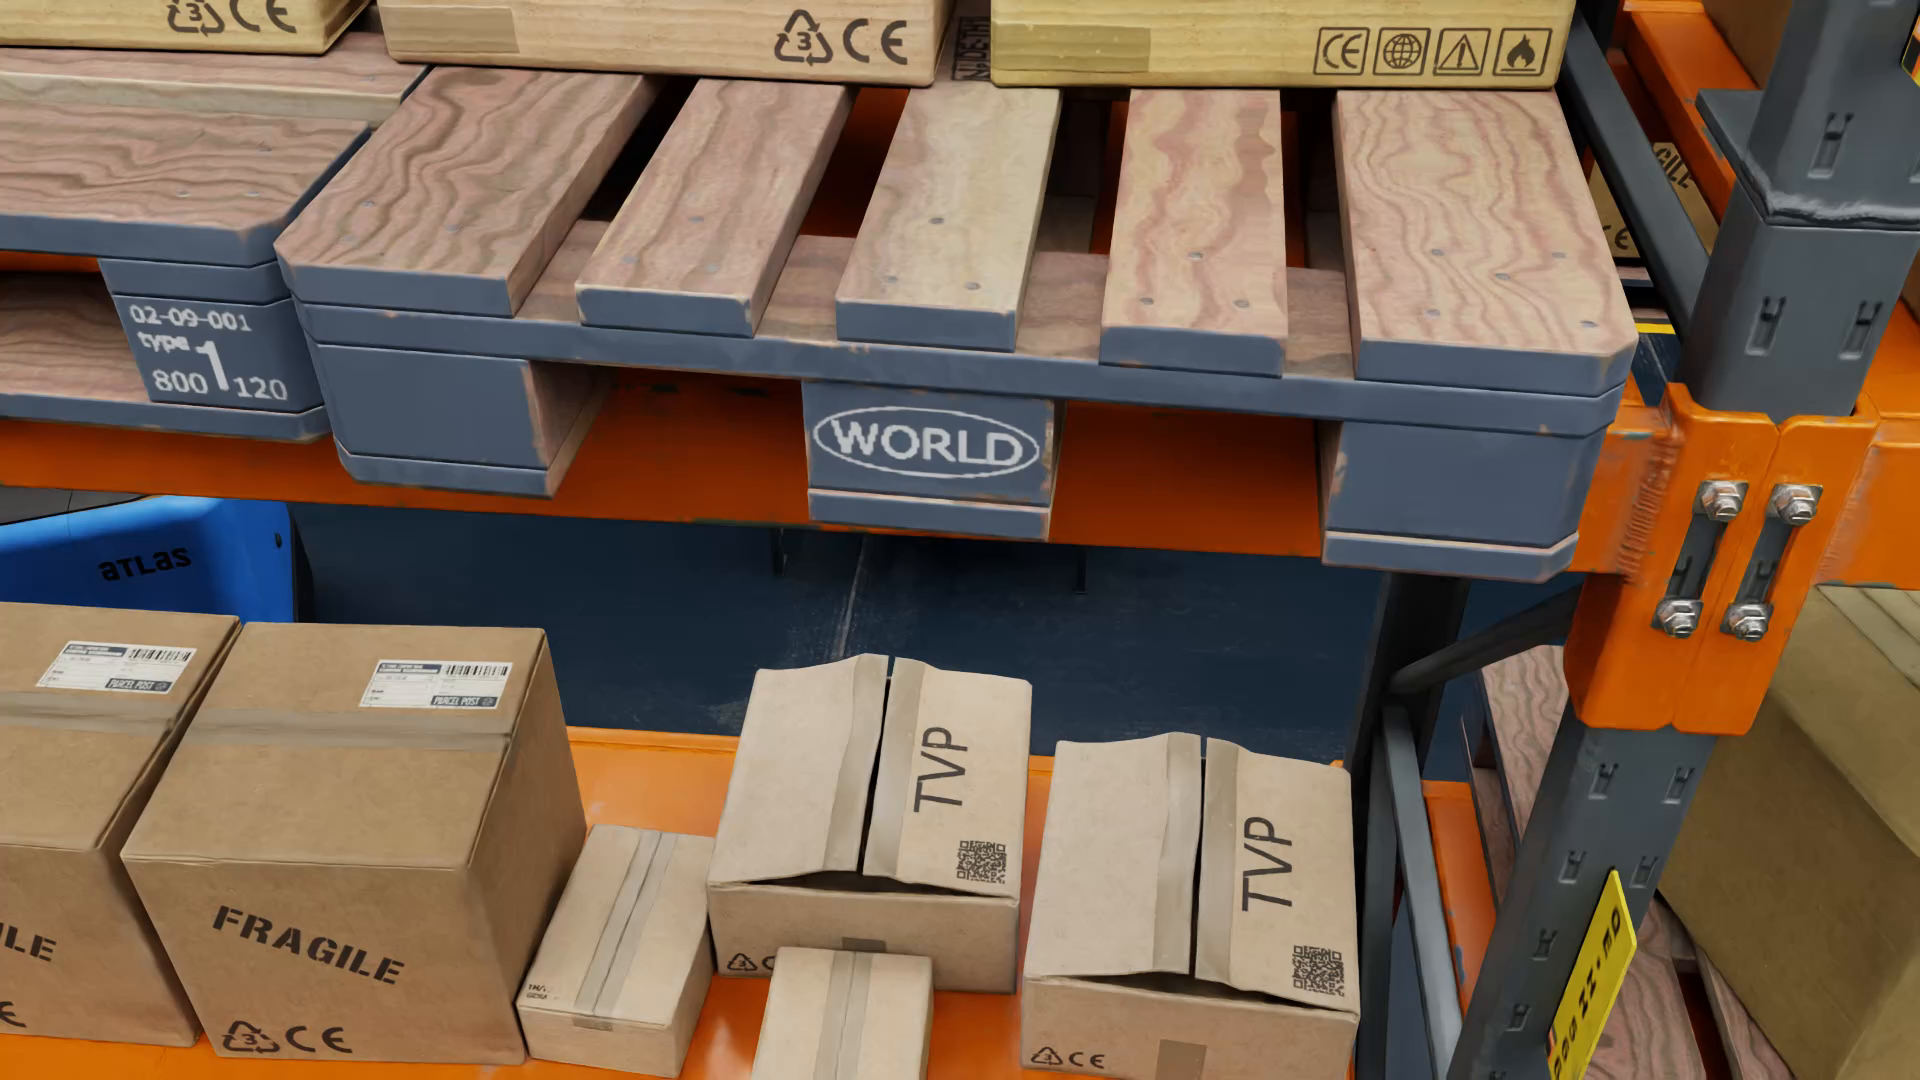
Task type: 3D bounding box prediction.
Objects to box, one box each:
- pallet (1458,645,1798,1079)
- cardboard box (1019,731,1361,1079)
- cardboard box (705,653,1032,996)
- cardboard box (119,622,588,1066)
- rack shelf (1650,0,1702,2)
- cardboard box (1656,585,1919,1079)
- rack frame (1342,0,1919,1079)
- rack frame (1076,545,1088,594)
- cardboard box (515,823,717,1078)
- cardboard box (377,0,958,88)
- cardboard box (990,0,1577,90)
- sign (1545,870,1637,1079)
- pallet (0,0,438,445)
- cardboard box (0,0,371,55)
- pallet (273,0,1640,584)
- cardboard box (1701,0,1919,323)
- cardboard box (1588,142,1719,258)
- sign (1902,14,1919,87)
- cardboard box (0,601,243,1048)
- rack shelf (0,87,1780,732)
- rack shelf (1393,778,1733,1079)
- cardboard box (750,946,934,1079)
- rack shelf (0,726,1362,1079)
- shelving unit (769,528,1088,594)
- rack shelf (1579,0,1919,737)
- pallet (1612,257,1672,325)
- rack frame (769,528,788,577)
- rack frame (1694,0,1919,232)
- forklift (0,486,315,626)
[{"bbox_3d":[1.418,0.674,2.698,1.003,0.211,1.213,3,39,4],"label":"pallet"},{"bbox_3d":[0.378,0.594,2.715,0.500,0.311,0.500,5,39,7],"label":"cardboard box"},{"bbox_3d":[-0.138,0.471,2.866,0.500,0.311,0.500,3,39,3],"label":"cardboard box"},{"bbox_3d":[-0.937,0.487,2.697,0.500,0.500,0.500,1,39,1],"label":"cardboard box"},{"bbox_3d":[3.153,-2.121,6.550,4.000,0.370,1.077,3,39,4],"label":"rack shelf"},{"bbox_3d":[1.374,0.368,2.510,0.500,0.500,0.700,-9,40,-11],"label":"cardboard box"},{"bbox_3d":[0.737,0.607,2.629,0.127,3.000,1.000,3,39,4],"label":"rack frame"},{"bbox_3d":[0.421,-0.559,5.248,0.032,1.500,0.500,3,39,4],"label":"rack frame"},{"bbox_3d":[-0.539,0.670,2.750,0.250,0.149,0.380,6,40,7],"label":"cardboard box"},{"bbox_3d":[-0.244,-0.668,1.605,0.500,0.250,0.500,4,39,5],"label":"cardboard box"},{"bbox_3d":[0.280,-0.651,1.583,0.500,0.250,0.500,0,39,1],"label":"cardboard box"},{"bbox_3d":[0.692,0.507,1.834,0.005,0.325,0.100,3,39,4],"label":"sign"},{"bbox_3d":[-1.062,-0.523,1.790,1.213,0.211,1.003,5,39,6],"label":"pallet"},{"bbox_3d":[-0.813,-0.706,1.652,0.500,0.250,0.500,2,39,3],"label":"cardboard box"},{"bbox_3d":[0.053,-0.464,1.718,1.003,0.211,1.213,5,39,6],"label":"pallet"},{"bbox_3d":[1.174,-0.593,1.647,0.500,0.500,0.910,3,39,4],"label":"cardboard box"},{"bbox_3d":[2.754,-1.664,6.788,0.750,0.750,0.750,3,39,4],"label":"cardboard box"},{"bbox_3d":[0.681,-0.439,1.065,0.005,0.325,0.100,3,39,4],"label":"sign"},{"bbox_3d":[-1.461,0.458,2.732,0.500,0.500,0.500,3,39,4],"label":"cardboard box"},{"bbox_3d":[-1.256,-0.387,2.043,4.000,0.370,1.077,3,39,4],"label":"rack shelf"},{"bbox_3d":[2.729,0.994,2.722,4.000,0.370,1.077,3,39,4],"label":"rack shelf"},{"bbox_3d":[-0.183,0.829,2.555,0.250,0.149,0.380,3,39,4],"label":"cardboard box"},{"bbox_3d":[-1.256,0.777,2.990,4.000,0.370,1.077,3,39,4],"label":"rack shelf"},{"bbox_3d":[-0.085,-0.586,5.282,1.048,1.500,0.538,3,39,4],"label":"shelving unit"},{"bbox_3d":[2.729,-0.169,1.775,4.000,0.370,1.077,3,39,4],"label":"rack shelf"},{"bbox_3d":[3.151,-1.269,7.142,1.213,0.211,1.003,3,39,4],"label":"pallet"},{"bbox_3d":[-0.591,-0.614,5.316,0.032,1.500,0.500,3,39,4],"label":"rack frame"},{"bbox_3d":[0.737,-1.720,0.735,0.127,3.000,1.000,3,39,4],"label":"rack frame"},{"bbox_3d":[-3.445,-0.413,3.936,3.031,2.935,1.130,-12,41,-14],"label":"forklift"}]
